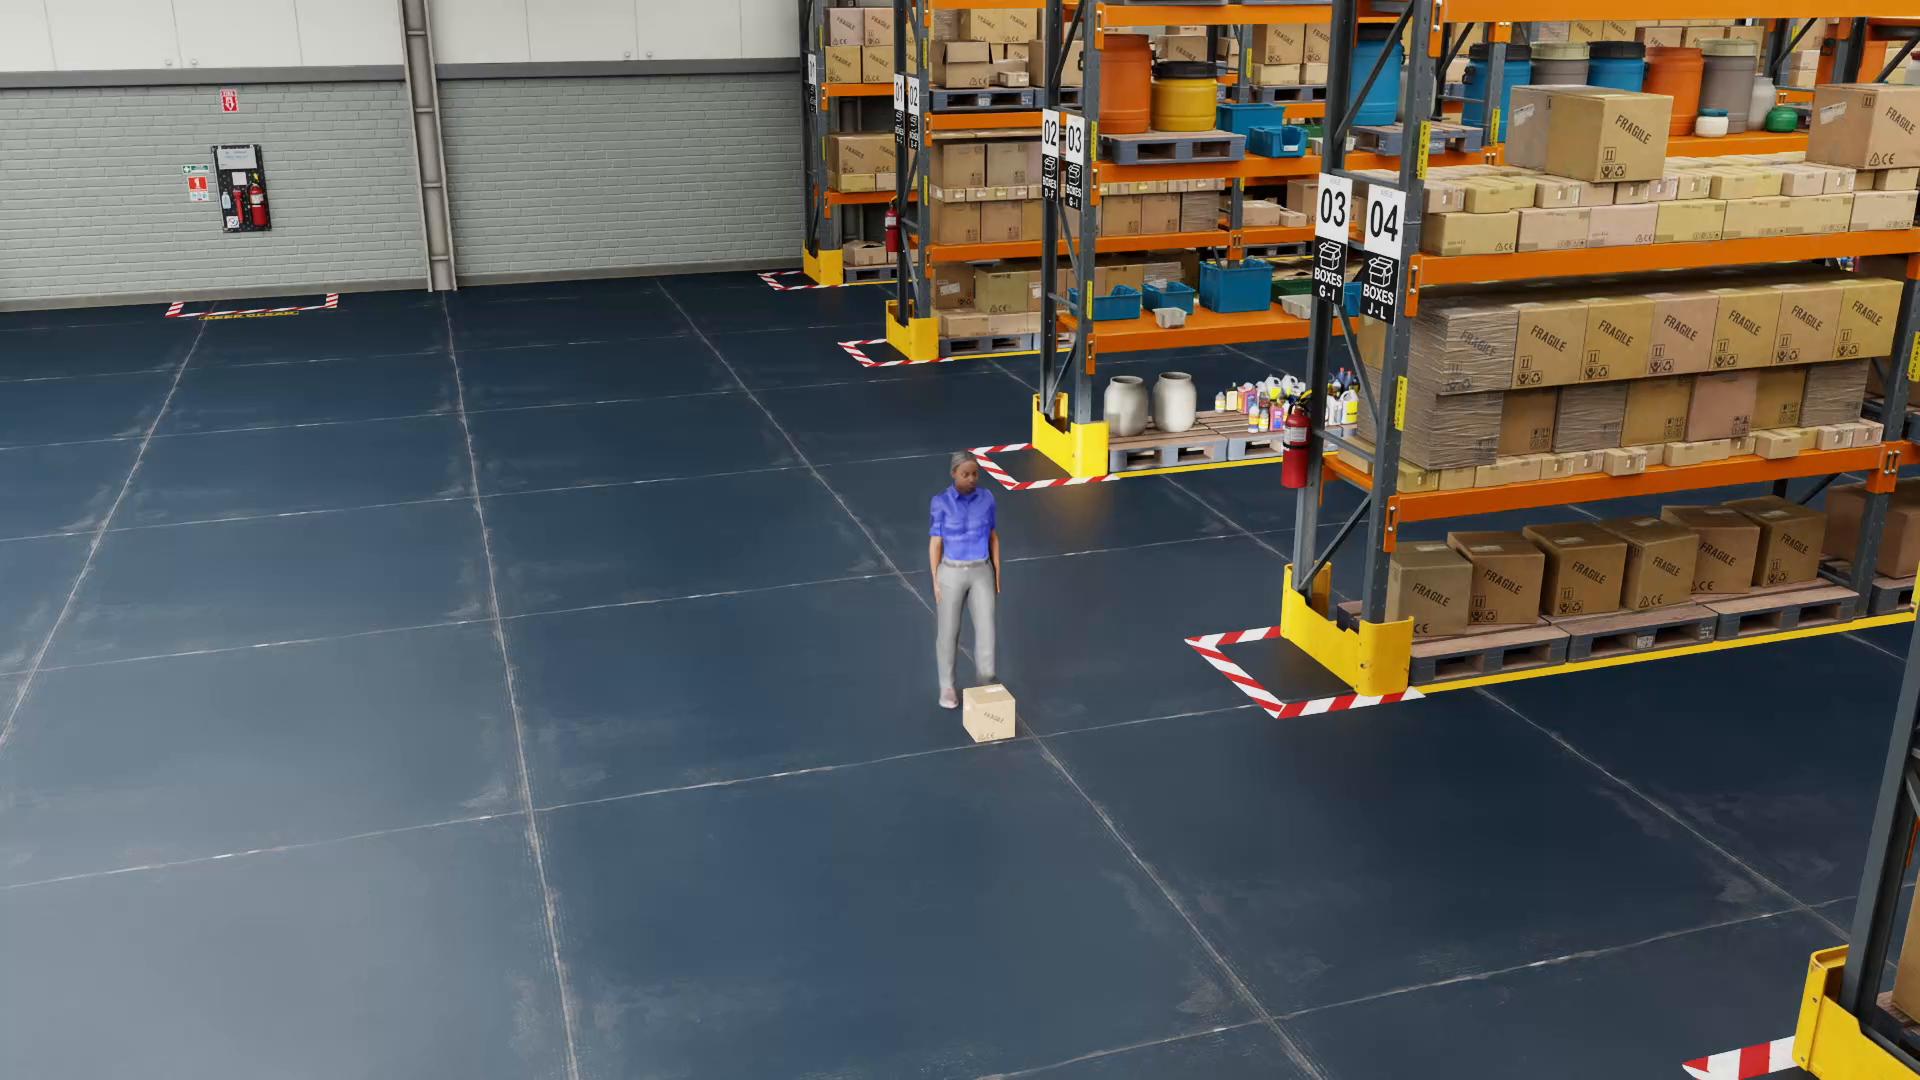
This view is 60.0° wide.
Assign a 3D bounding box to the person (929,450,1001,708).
[{"bbox_3d":[0.058,0.261,10.325,0.456,1.658,0.472,-6,20,-17],"label":"person"}]
